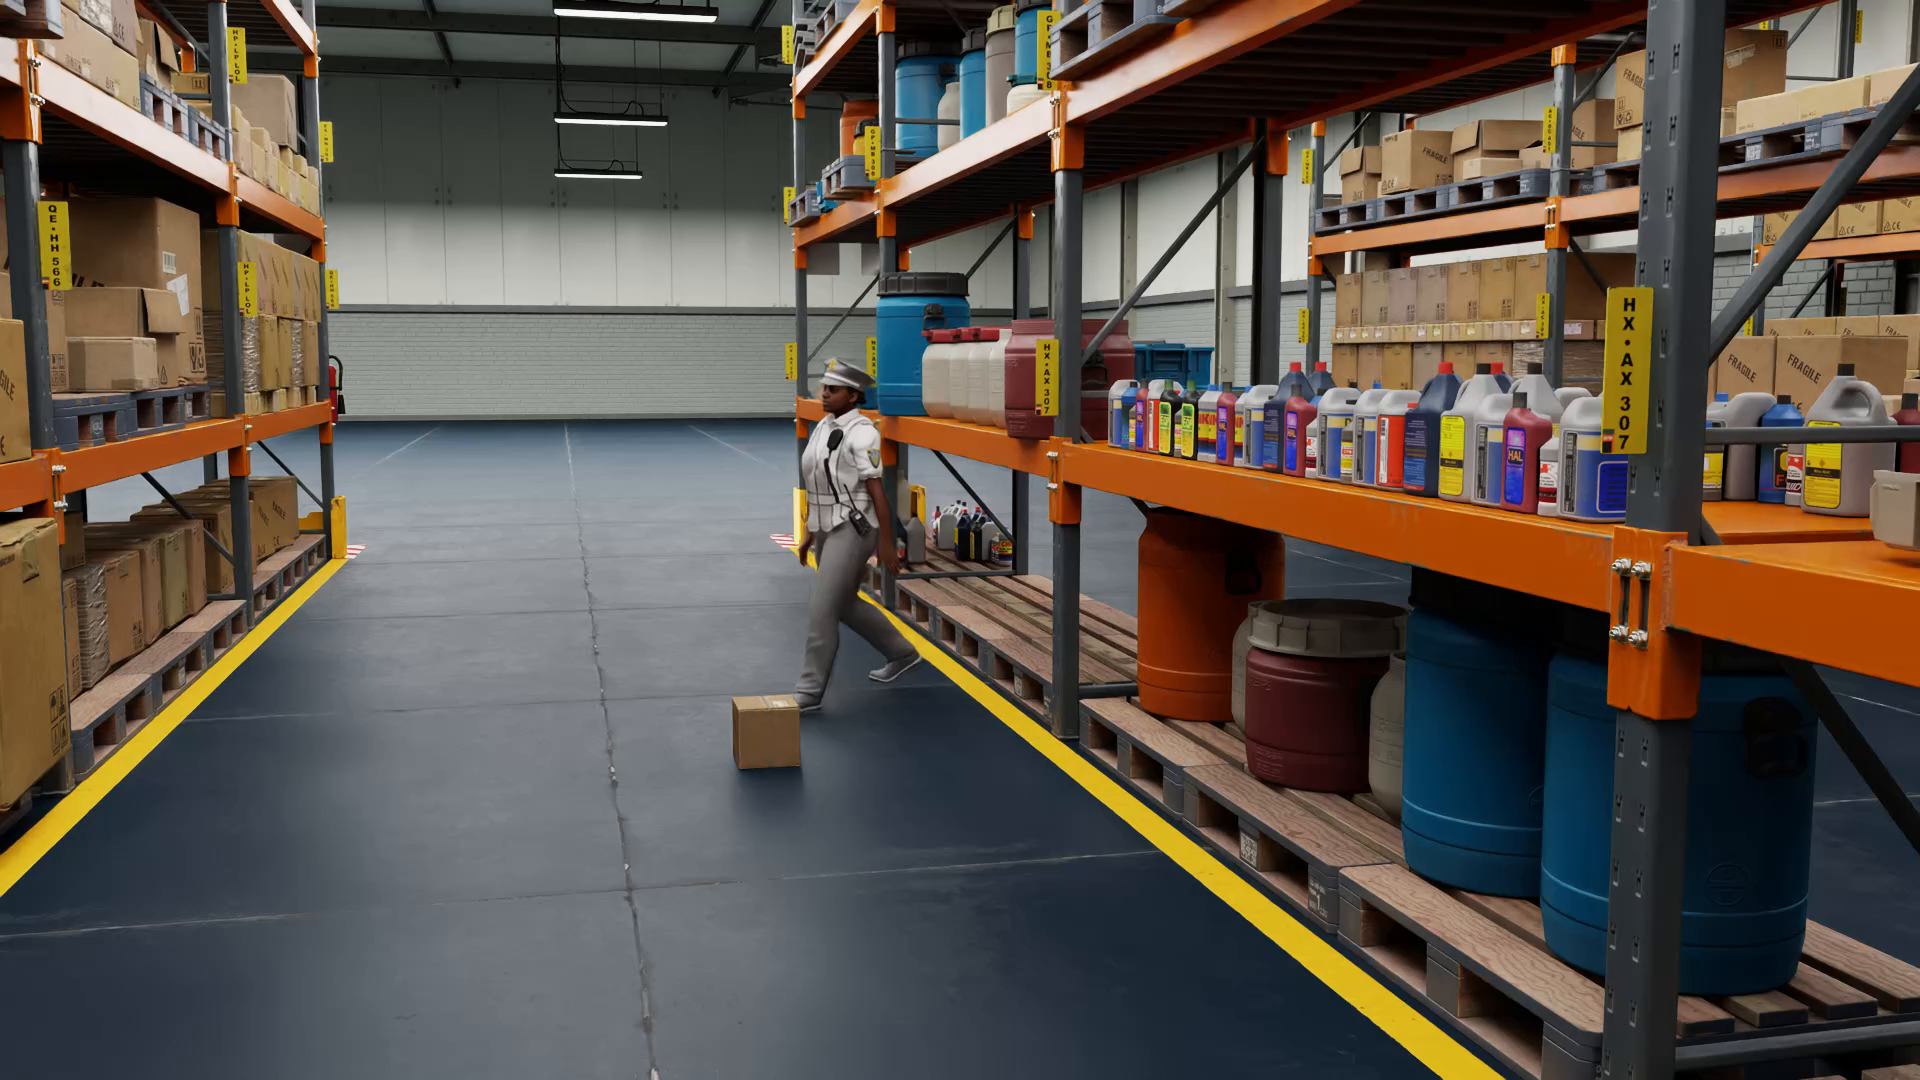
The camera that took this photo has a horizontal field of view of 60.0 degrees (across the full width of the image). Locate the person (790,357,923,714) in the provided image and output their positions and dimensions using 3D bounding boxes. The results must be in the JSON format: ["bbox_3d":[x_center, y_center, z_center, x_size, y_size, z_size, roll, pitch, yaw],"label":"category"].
[{"bbox_3d":[-0.531,-0.039,7.898,0.941,1.648,0.542,-4,8,-34],"label":"person"}]
